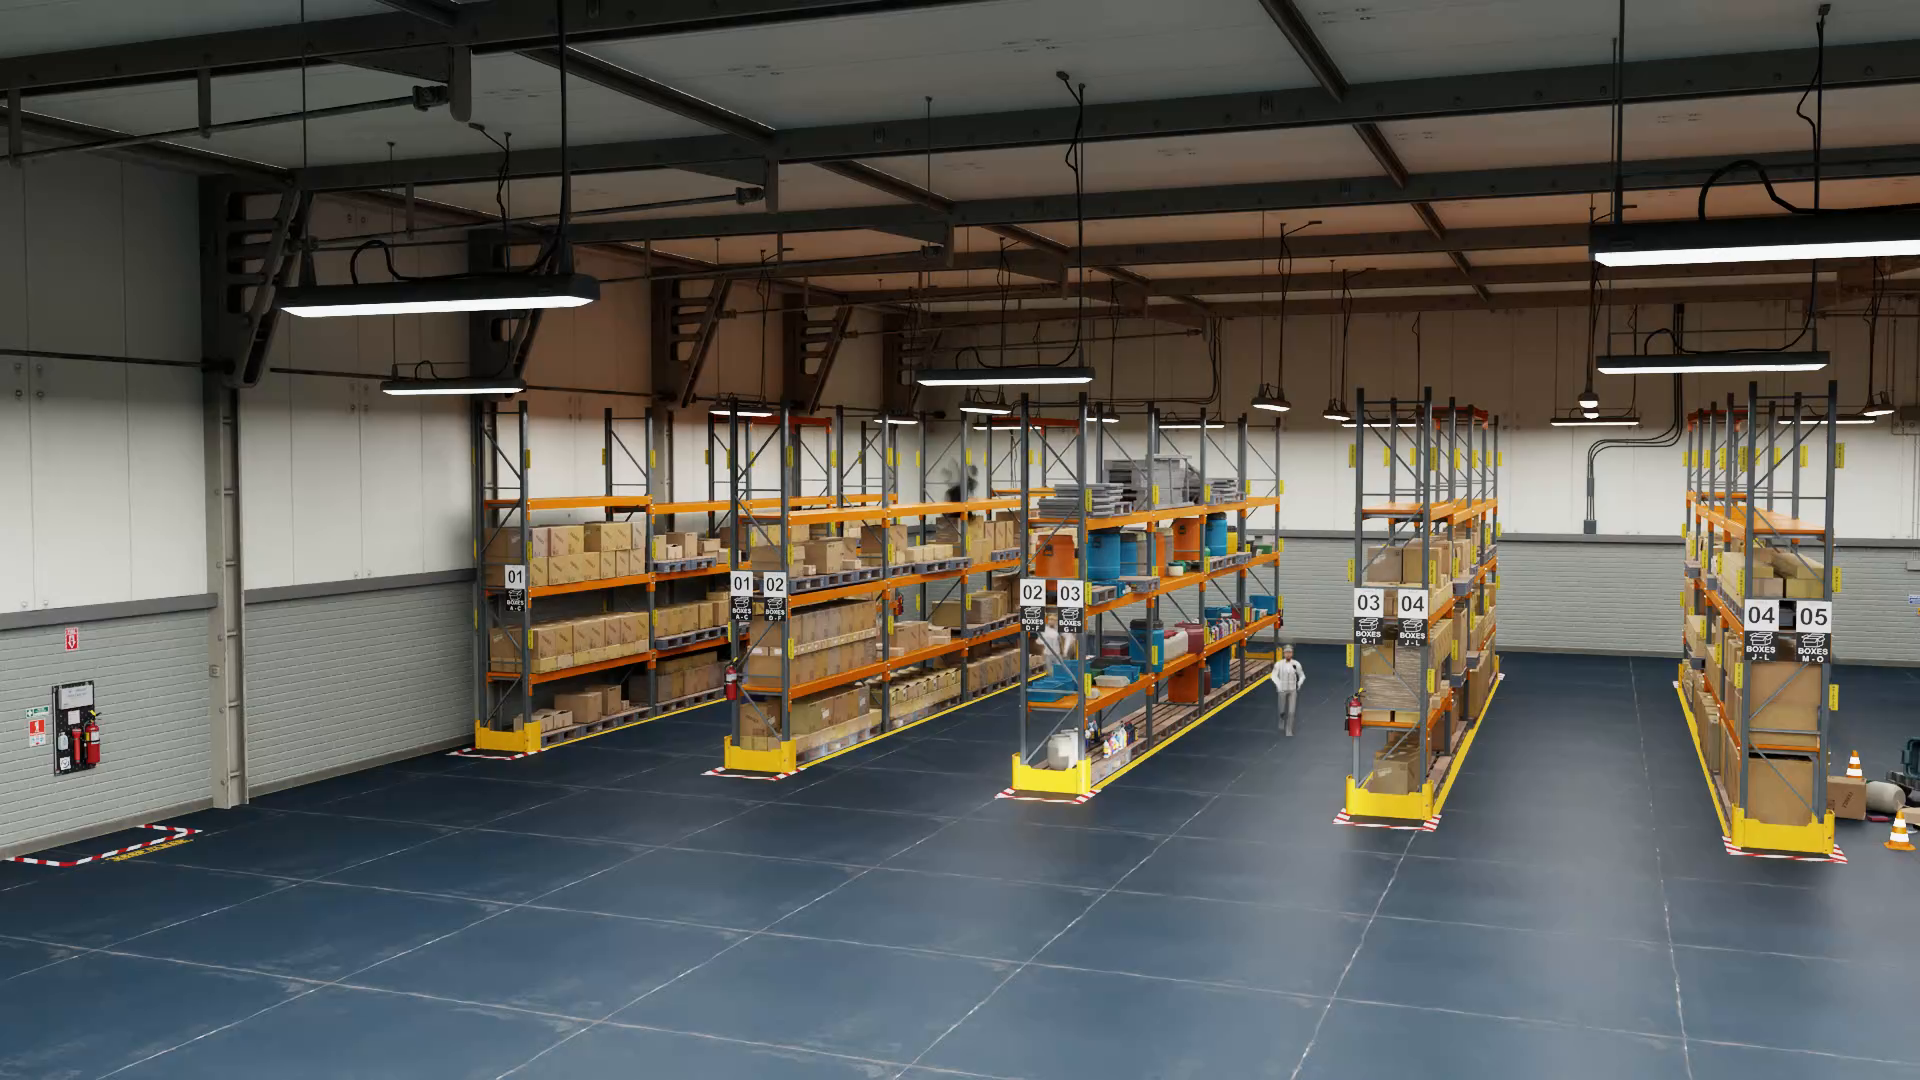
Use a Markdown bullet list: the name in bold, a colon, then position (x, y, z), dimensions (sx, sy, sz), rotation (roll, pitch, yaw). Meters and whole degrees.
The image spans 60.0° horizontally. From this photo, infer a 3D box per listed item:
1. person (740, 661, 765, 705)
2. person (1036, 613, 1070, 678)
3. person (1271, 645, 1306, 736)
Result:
- **person**: position (-3.675, 2.758, 29.545), dimensions (0.607, 1.638, 0.897), rotation (1, 3, 20)
- **person**: position (1.795, 2.272, 32.361), dimensions (0.629, 1.732, 0.803), rotation (1, 3, 14)
- **person**: position (5.945, 2.711, 30.097), dimensions (0.615, 1.647, 0.575), rotation (0, 3, 9)
